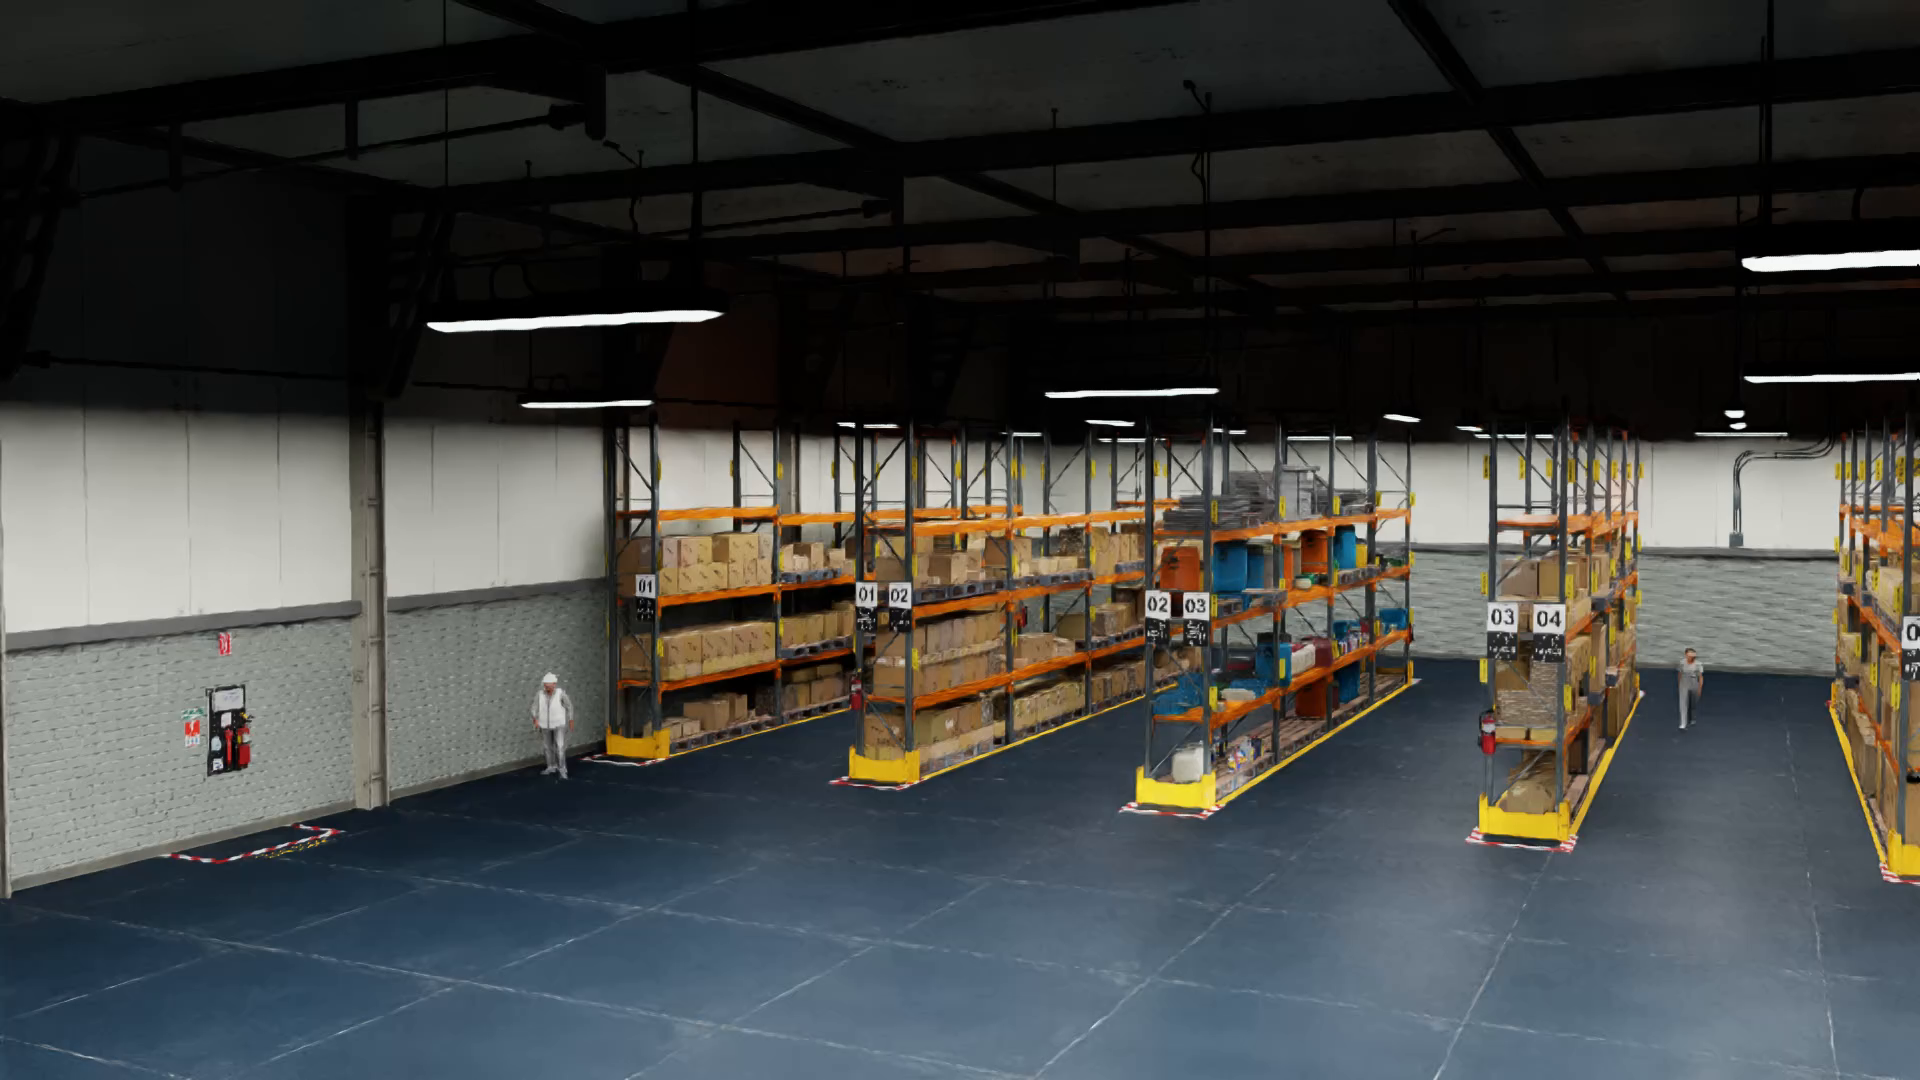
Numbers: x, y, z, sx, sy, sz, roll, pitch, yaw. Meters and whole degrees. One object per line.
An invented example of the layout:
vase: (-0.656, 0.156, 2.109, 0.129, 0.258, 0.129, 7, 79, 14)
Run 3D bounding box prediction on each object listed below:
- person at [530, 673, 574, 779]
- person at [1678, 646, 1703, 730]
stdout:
person: (-6.618, 2.999, 27.062, 0.684, 1.715, 0.795, 0, 2, 6)
person: (14.081, 2.841, 32.055, 0.445, 1.591, 1.110, 1, 3, 23)
